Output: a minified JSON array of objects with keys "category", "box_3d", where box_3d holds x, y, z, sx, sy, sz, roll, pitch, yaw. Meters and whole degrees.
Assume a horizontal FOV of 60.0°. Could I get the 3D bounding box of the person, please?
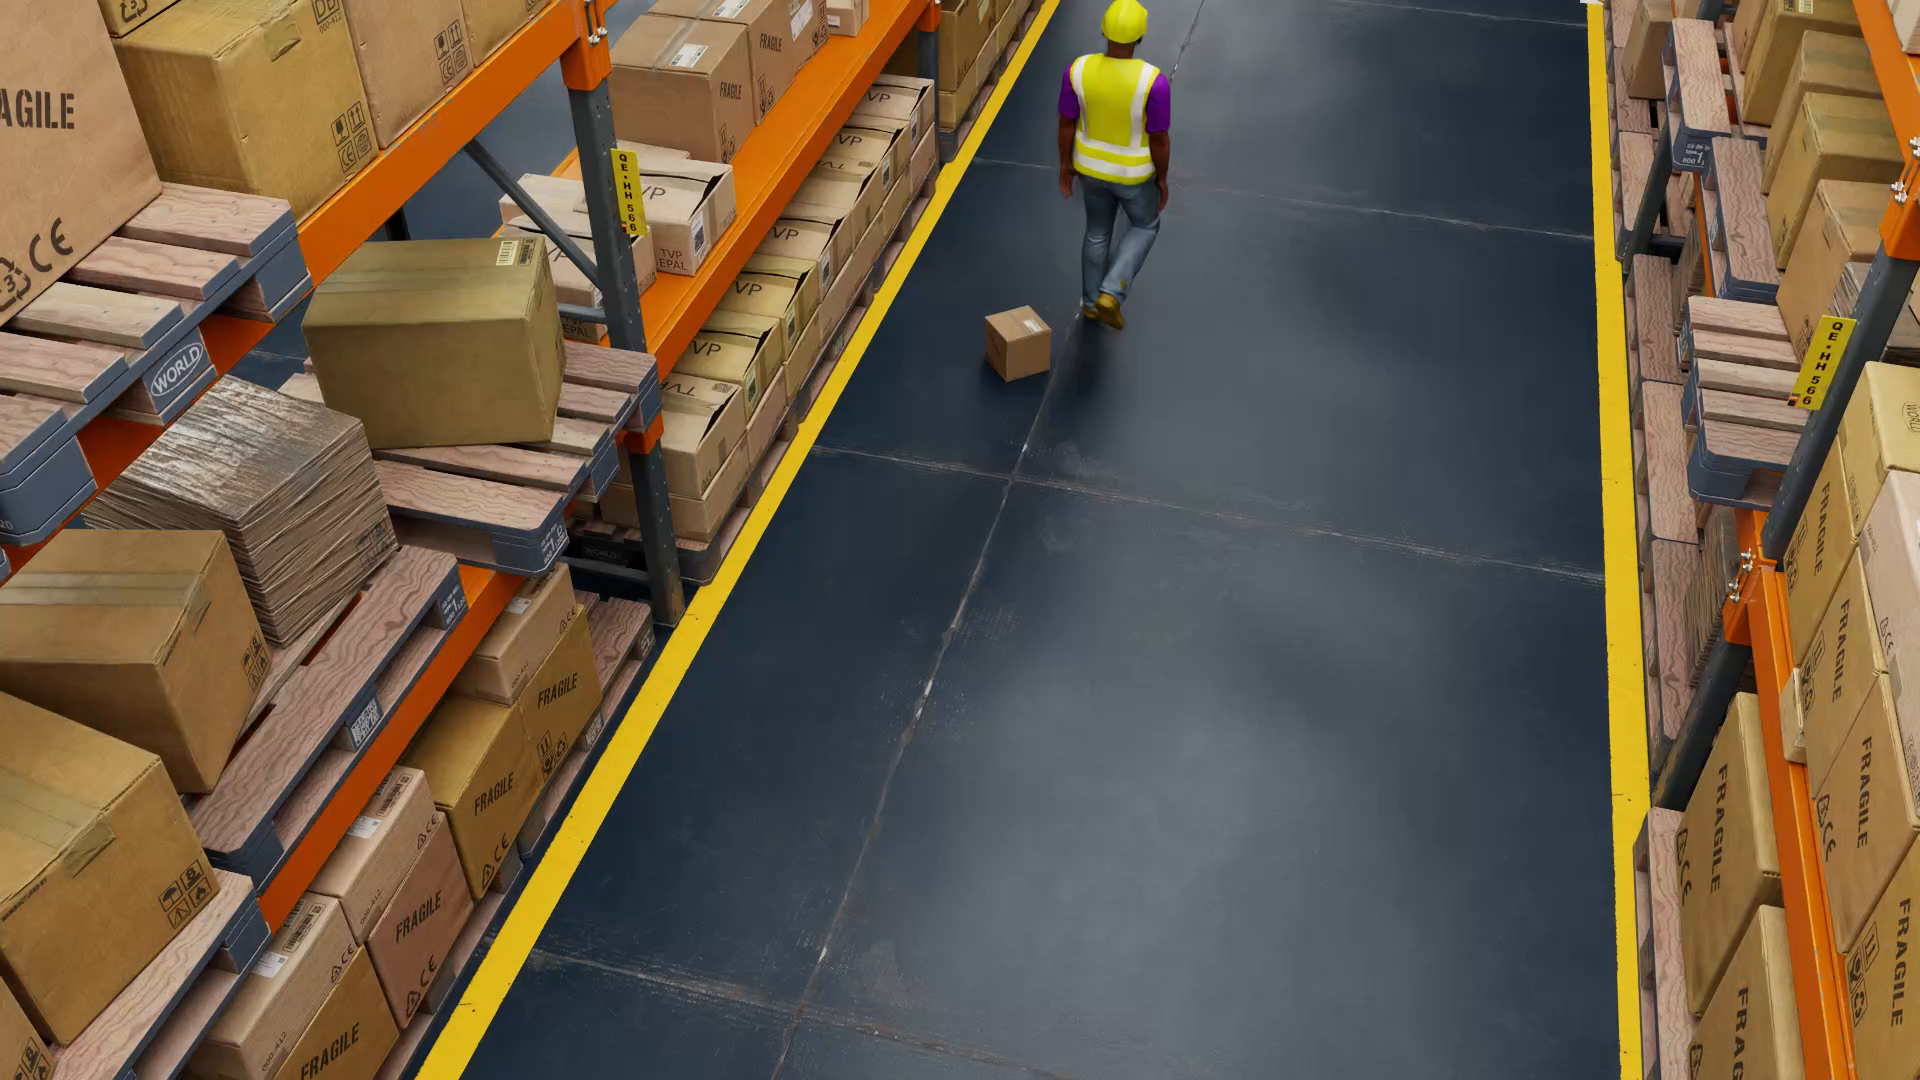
[{"category":"person","box_3d":[0.757,-1.829,8.222,0.578,1.752,0.561,17,43,18]}]
